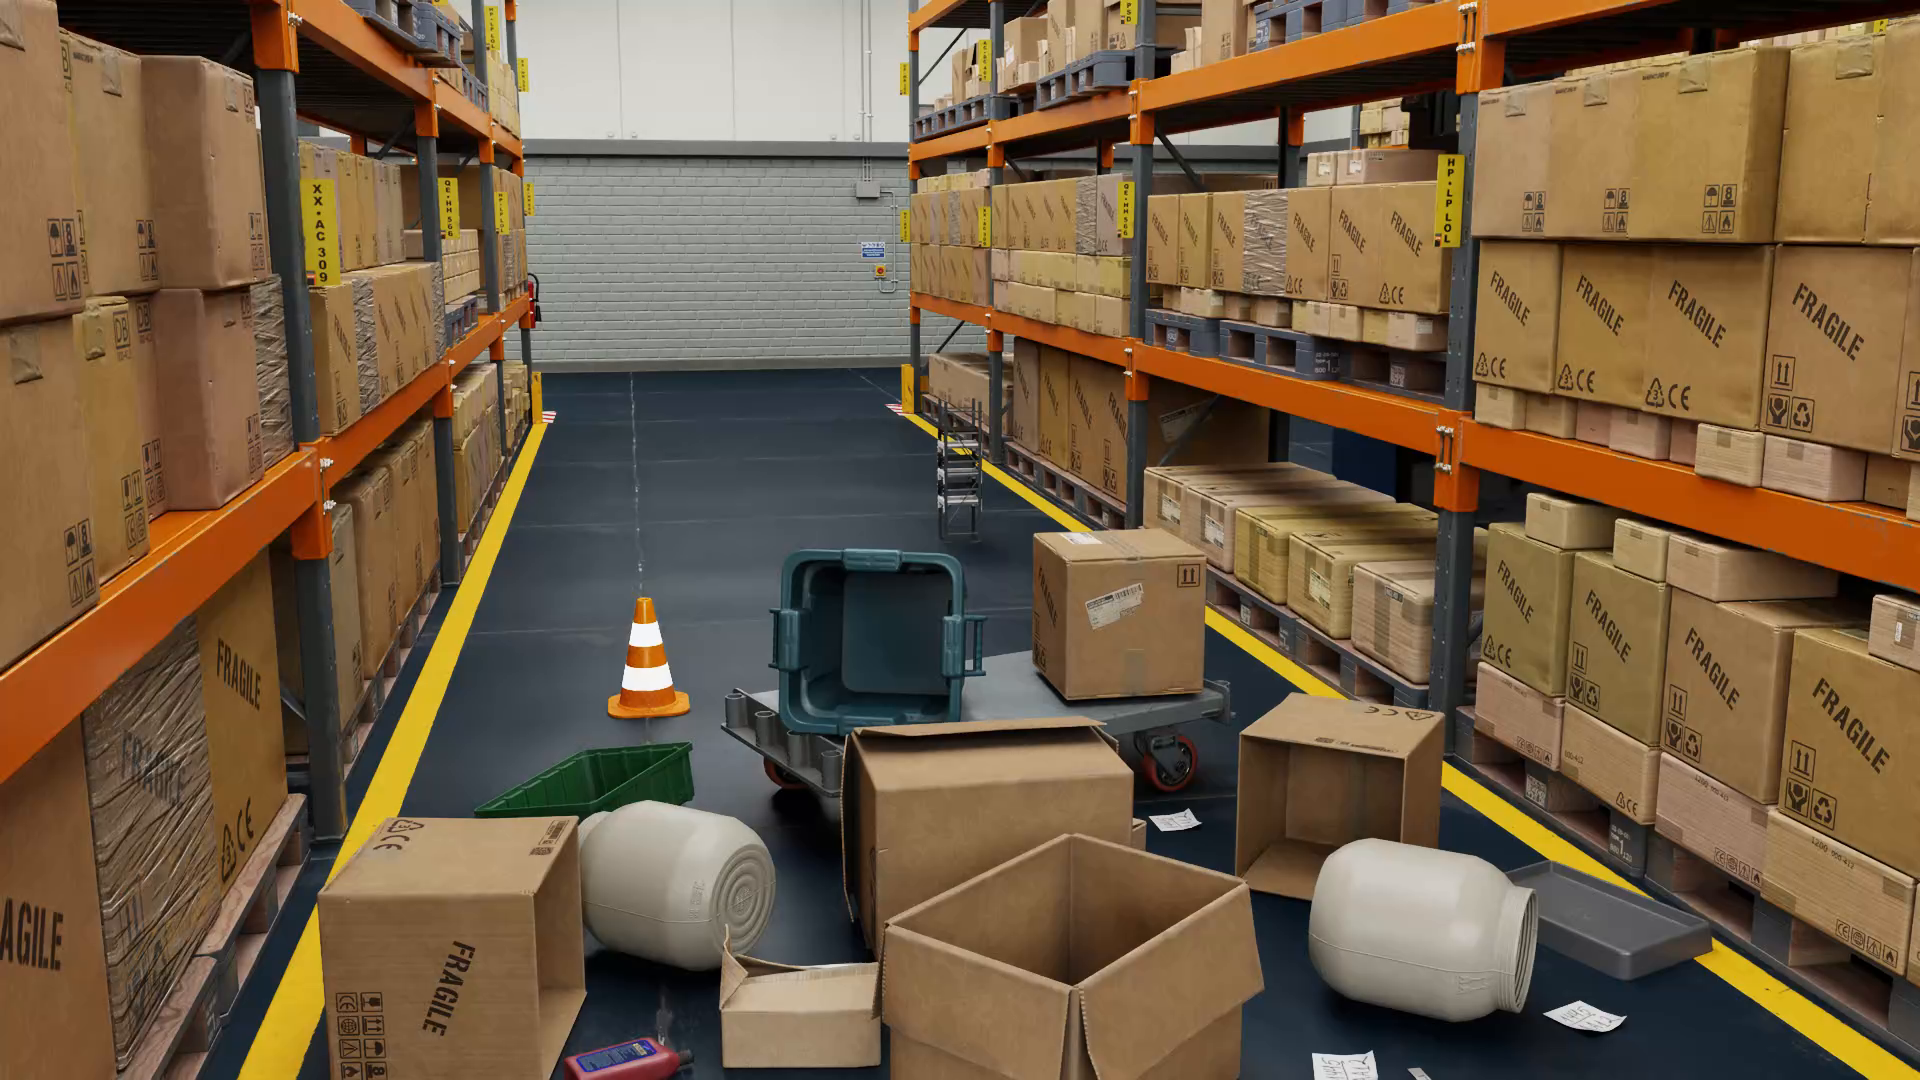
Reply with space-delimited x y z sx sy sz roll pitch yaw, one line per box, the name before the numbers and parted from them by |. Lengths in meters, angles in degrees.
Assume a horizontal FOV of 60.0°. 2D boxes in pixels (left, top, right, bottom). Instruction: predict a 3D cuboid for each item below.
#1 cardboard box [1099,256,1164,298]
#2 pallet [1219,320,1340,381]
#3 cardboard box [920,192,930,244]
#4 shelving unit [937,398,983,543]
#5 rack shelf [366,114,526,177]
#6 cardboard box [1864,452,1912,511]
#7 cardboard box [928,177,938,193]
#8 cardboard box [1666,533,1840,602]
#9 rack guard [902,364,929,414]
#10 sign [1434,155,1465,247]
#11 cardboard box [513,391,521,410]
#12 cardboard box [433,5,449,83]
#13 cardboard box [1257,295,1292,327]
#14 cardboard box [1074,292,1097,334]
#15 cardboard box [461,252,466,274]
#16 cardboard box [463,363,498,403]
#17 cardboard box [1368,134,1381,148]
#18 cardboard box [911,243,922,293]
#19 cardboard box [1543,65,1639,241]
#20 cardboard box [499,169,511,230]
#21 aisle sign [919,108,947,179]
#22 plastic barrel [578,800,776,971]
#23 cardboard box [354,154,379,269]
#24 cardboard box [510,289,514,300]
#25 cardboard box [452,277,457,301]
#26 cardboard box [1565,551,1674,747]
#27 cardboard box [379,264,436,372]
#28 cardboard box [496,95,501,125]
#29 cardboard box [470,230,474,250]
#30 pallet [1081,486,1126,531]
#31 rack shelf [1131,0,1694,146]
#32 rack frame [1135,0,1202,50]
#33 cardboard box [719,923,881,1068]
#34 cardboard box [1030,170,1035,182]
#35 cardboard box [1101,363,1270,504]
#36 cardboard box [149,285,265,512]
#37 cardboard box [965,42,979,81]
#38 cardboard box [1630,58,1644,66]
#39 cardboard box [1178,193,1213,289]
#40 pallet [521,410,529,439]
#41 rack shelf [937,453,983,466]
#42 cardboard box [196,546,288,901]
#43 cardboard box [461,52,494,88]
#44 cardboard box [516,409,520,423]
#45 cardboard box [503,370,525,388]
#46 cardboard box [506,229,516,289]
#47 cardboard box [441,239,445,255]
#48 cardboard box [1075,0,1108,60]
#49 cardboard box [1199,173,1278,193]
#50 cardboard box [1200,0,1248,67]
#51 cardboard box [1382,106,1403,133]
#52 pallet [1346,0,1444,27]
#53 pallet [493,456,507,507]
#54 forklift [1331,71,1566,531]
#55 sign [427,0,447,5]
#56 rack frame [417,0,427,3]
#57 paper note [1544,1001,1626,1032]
cardboard box | 1.181 -1.655 10.435 0.500 0.250 0.500 -2 11 -11
pallet | 1.950 -0.948 8.168 1.003 0.211 1.213 -2 11 -11
cardboard box | -0.110 -3.219 16.643 0.500 0.500 0.500 -2 11 -13
shelving unit | -0.002 -0.444 10.620 0.258 0.900 0.210 -2 11 -11
rack shelf | -4.478 -3.426 14.575 1.077 0.370 4.000 -2 11 -11
cardboard box | 2.520 -0.155 4.161 0.380 0.149 0.250 -2 11 -11
cardboard box | -0.106 -3.510 16.439 0.380 0.149 0.250 -2 11 -13
cardboard box | 2.275 0.074 4.777 0.380 0.149 0.250 -1 11 -8
rack guard | -0.036 -1.648 18.016 1.175 0.500 0.348 -2 11 -11
sign | 1.759 -1.218 5.978 0.100 0.325 0.005 -2 11 -11
cardboard box | -4.156 -1.251 14.954 0.380 0.149 0.250 -2 11 -10
cardboard box | -3.161 -2.842 9.318 0.500 0.500 0.500 -2 11 -11
cardboard box | 1.672 -1.122 8.119 0.380 0.149 0.250 -2 11 -9
cardboard box | 1.057 -1.507 10.991 0.500 0.250 0.500 -2 11 -10
cardboard box | -3.613 -1.911 11.465 0.380 0.149 0.250 -3 11 -14
cardboard box | -3.696 -1.158 12.316 0.500 0.250 0.500 -2 11 -13
cardboard box | 4.671 -4.336 18.102 0.380 0.149 0.250 -2 11 -10
cardboard box | -0.219 -2.822 17.232 0.500 0.500 0.500 -2 11 -11
cardboard box | 2.254 -1.174 5.103 0.700 0.500 0.500 -2 11 -11
cardboard box | -4.121 -2.905 14.200 0.500 0.500 0.500 -2 11 -10
aisle sign | -0.330 -4.151 17.530 0.394 0.787 0.004 -2 11 -11
plastic barrel | -0.808 0.946 4.593 0.512 0.421 0.421 6 12 28
cardboard box | -3.032 -1.476 7.488 0.700 0.500 0.500 -2 11 -12
cardboard box | -4.356 -2.312 15.492 0.380 0.149 0.250 -3 11 -14
cardboard box | -3.460 -1.621 10.738 0.380 0.149 0.250 -2 11 -10
cardboard box | 2.268 0.322 5.210 0.500 0.500 0.500 -2 11 -9
cardboard box | -2.864 -1.090 8.134 0.500 0.500 0.500 -2 11 -11
cardboard box | -4.027 -3.525 13.572 0.500 0.250 0.500 -2 11 -12
cardboard box | -3.766 -2.198 12.182 0.380 0.149 0.250 -2 11 -13
pallet | 1.445 -0.181 11.085 1.003 0.211 1.213 -2 11 -11
rack shelf | 1.914 -2.157 7.910 1.077 0.370 4.000 -2 11 -11
rack frame | 1.525 -4.351 9.489 1.000 3.000 0.127 -2 11 -11
cardboard box | -0.392 1.120 4.104 0.396 0.266 0.258 0 11 -1
cardboard box | 0.430 -3.094 14.252 0.380 0.149 0.250 -2 11 -10
cardboard box | 1.472 -0.696 10.891 0.875 0.875 0.875 -2 11 -12
cardboard box | -2.320 -0.378 4.260 0.875 0.550 0.550 -2 11 -11
cardboard box | 0.453 -4.163 14.859 0.797 0.503 0.637 -1 11 -7
cardboard box | 5.556 -3.814 13.177 0.380 0.149 0.250 -2 11 -10
cardboard box | 1.494 -1.619 8.995 0.500 0.500 0.500 -2 11 -8
pallet | -4.729 -1.139 16.114 1.003 0.211 1.213 -2 11 -11
rack shelf | -0.002 -0.499 10.610 0.258 0.077 0.200 -2 11 -11
cardboard box | -2.479 0.484 4.692 0.875 0.875 0.875 -2 11 -10
cardboard box | -3.947 -3.681 13.058 0.500 0.250 0.500 -2 11 -9
cardboard box | -4.238 -1.154 15.240 0.380 0.149 0.250 -2 11 -10
cardboard box | -4.253 -1.495 15.437 0.380 0.149 0.250 -2 11 -9
cardboard box | -4.104 -2.418 14.317 0.500 0.500 0.500 -2 11 -12
cardboard box | -3.360 -1.815 10.169 0.380 0.149 0.250 -3 11 -13
cardboard box | 1.146 -3.308 10.639 0.700 0.500 0.500 -3 11 -14
cardboard box | 1.669 -2.044 10.469 0.500 0.500 0.500 -2 11 -13
cardboard box | 1.699 -2.752 8.845 0.700 0.500 0.500 -2 11 -11
cardboard box | 4.774 -4.415 17.451 0.500 0.250 0.500 -2 11 -10
pallet | 2.287 -2.169 6.548 1.213 0.211 1.003 -2 11 -11
pallet | -3.936 -0.426 12.372 1.003 0.211 1.213 -2 11 -11
forklift | 3.246 -1.291 9.639 1.130 2.935 3.031 -2 11 -10
sign | -2.765 -2.990 8.769 0.100 0.325 0.005 -2 11 -11
rack frame | -3.311 -4.152 8.446 1.000 3.000 0.127 -2 11 -11
paper note | 1.596 1.213 4.243 0.142 0.019 0.148 -6 13 -31
